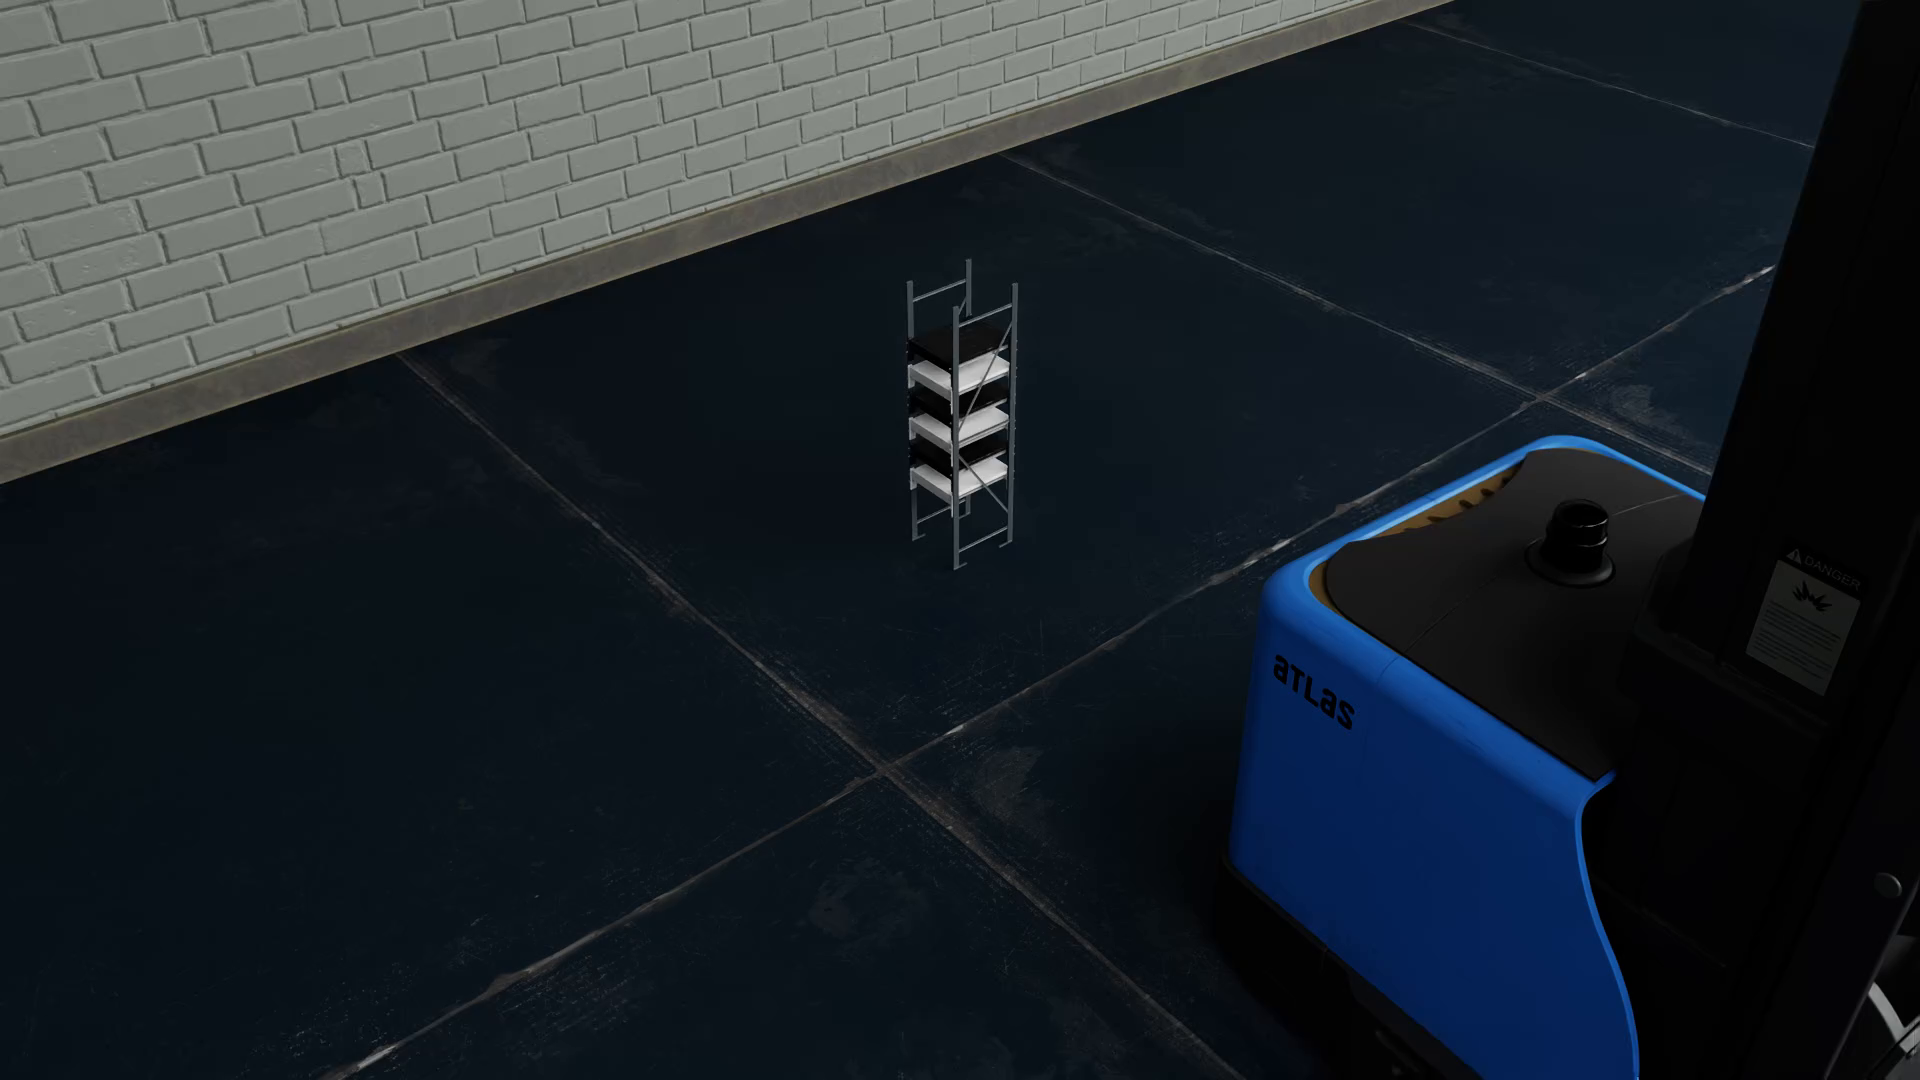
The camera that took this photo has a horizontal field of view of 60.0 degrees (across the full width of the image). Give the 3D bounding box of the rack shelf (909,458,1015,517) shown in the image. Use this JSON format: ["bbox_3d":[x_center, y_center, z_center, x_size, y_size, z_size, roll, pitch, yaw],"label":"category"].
[{"bbox_3d":[0.005,-0.190,5.108,0.258,0.077,0.200,-26,43,-32],"label":"rack shelf"}]

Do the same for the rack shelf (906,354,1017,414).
[{"bbox_3d":[0.005,-0.483,4.900,0.258,0.077,0.200,-26,43,-32],"label":"rack shelf"}]

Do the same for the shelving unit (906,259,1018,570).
[{"bbox_3d":[0.005,-0.364,4.985,0.258,0.900,0.210,-26,43,-32],"label":"shelving unit"}]

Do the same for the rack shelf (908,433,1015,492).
[{"bbox_3d":[0.005,-0.263,5.056,0.258,0.077,0.200,-26,43,-32],"label":"rack shelf"}]

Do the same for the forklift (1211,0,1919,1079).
[{"bbox_3d":[1.865,0.269,2.334,1.130,2.935,3.031,-23,41,-29],"label":"forklift"}]

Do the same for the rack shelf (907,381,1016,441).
[{"bbox_3d":[0.005,-0.410,4.952,0.258,0.077,0.200,-26,43,-32],"label":"rack shelf"}]

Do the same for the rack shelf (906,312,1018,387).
[{"bbox_3d":[0.005,-0.557,4.848,0.258,0.077,0.200,-26,43,-32],"label":"rack shelf"}]

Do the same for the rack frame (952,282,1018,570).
[{"bbox_3d":[0.071,-0.319,4.921,0.240,0.900,0.006,-26,43,-32],"label":"rack frame"}]

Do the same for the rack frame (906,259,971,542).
[{"bbox_3d":[-0.060,-0.409,5.048,0.240,0.900,0.006,-26,43,-32],"label":"rack frame"}]

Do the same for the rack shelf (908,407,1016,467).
[{"bbox_3d":[0.005,-0.336,5.004,0.258,0.077,0.200,-26,43,-32],"label":"rack shelf"}]
